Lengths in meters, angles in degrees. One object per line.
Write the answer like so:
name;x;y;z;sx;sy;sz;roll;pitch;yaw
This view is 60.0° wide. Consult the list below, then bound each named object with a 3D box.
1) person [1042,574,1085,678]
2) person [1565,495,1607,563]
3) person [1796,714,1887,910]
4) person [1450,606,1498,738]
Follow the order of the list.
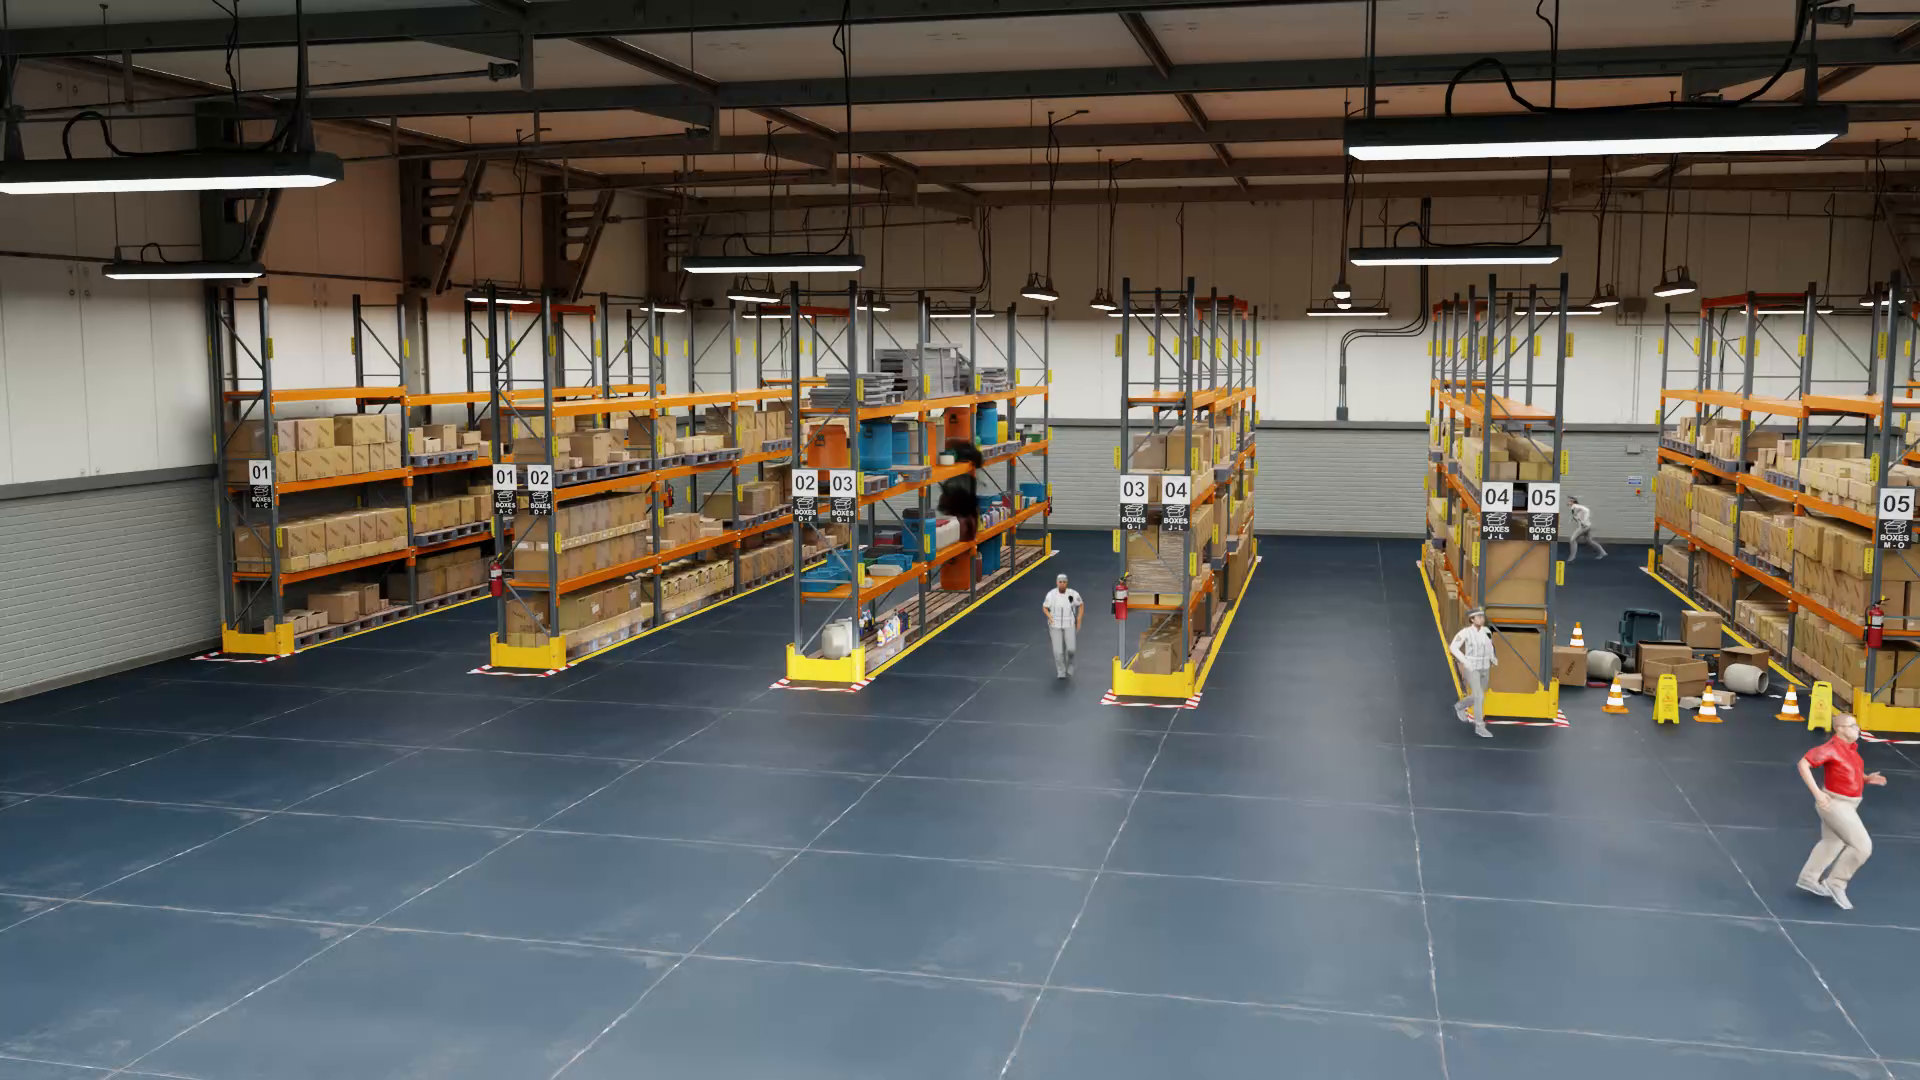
person;1.559;1.309;25.149;0.634;1.606;0.576;1;7;6
person;14.675;-0.232;38.935;0.960;1.626;0.656;1;7;12
person;7.959;2.440;15.010;0.694;1.757;0.646;6;9;40
person;6.658;1.680;21.652;0.505;1.680;0.779;-3;7;-22
